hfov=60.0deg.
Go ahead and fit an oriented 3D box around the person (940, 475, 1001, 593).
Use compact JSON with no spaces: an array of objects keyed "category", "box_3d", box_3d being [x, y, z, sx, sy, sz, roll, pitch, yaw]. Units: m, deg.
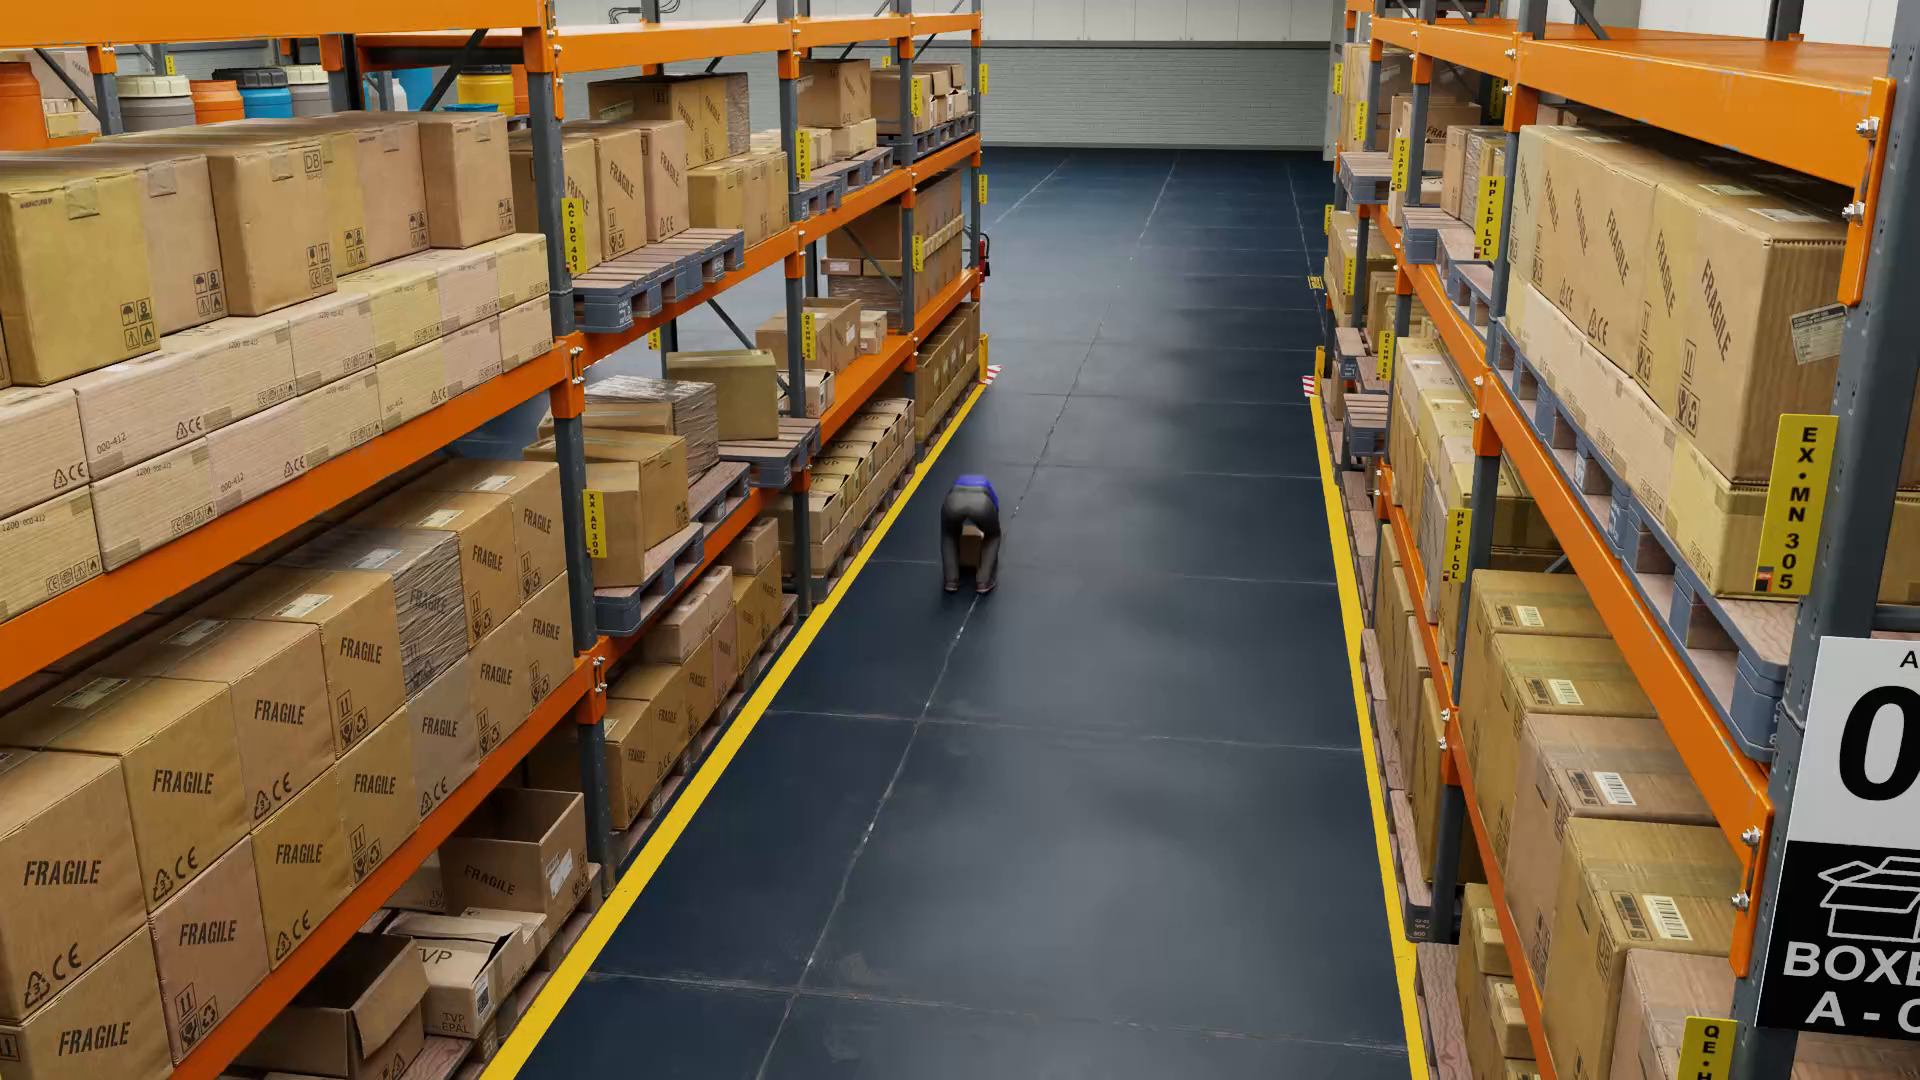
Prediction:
[{"category":"person","box_3d":[0.083,-0.092,12.634,0.465,0.864,0.866,2,18,6]}]
